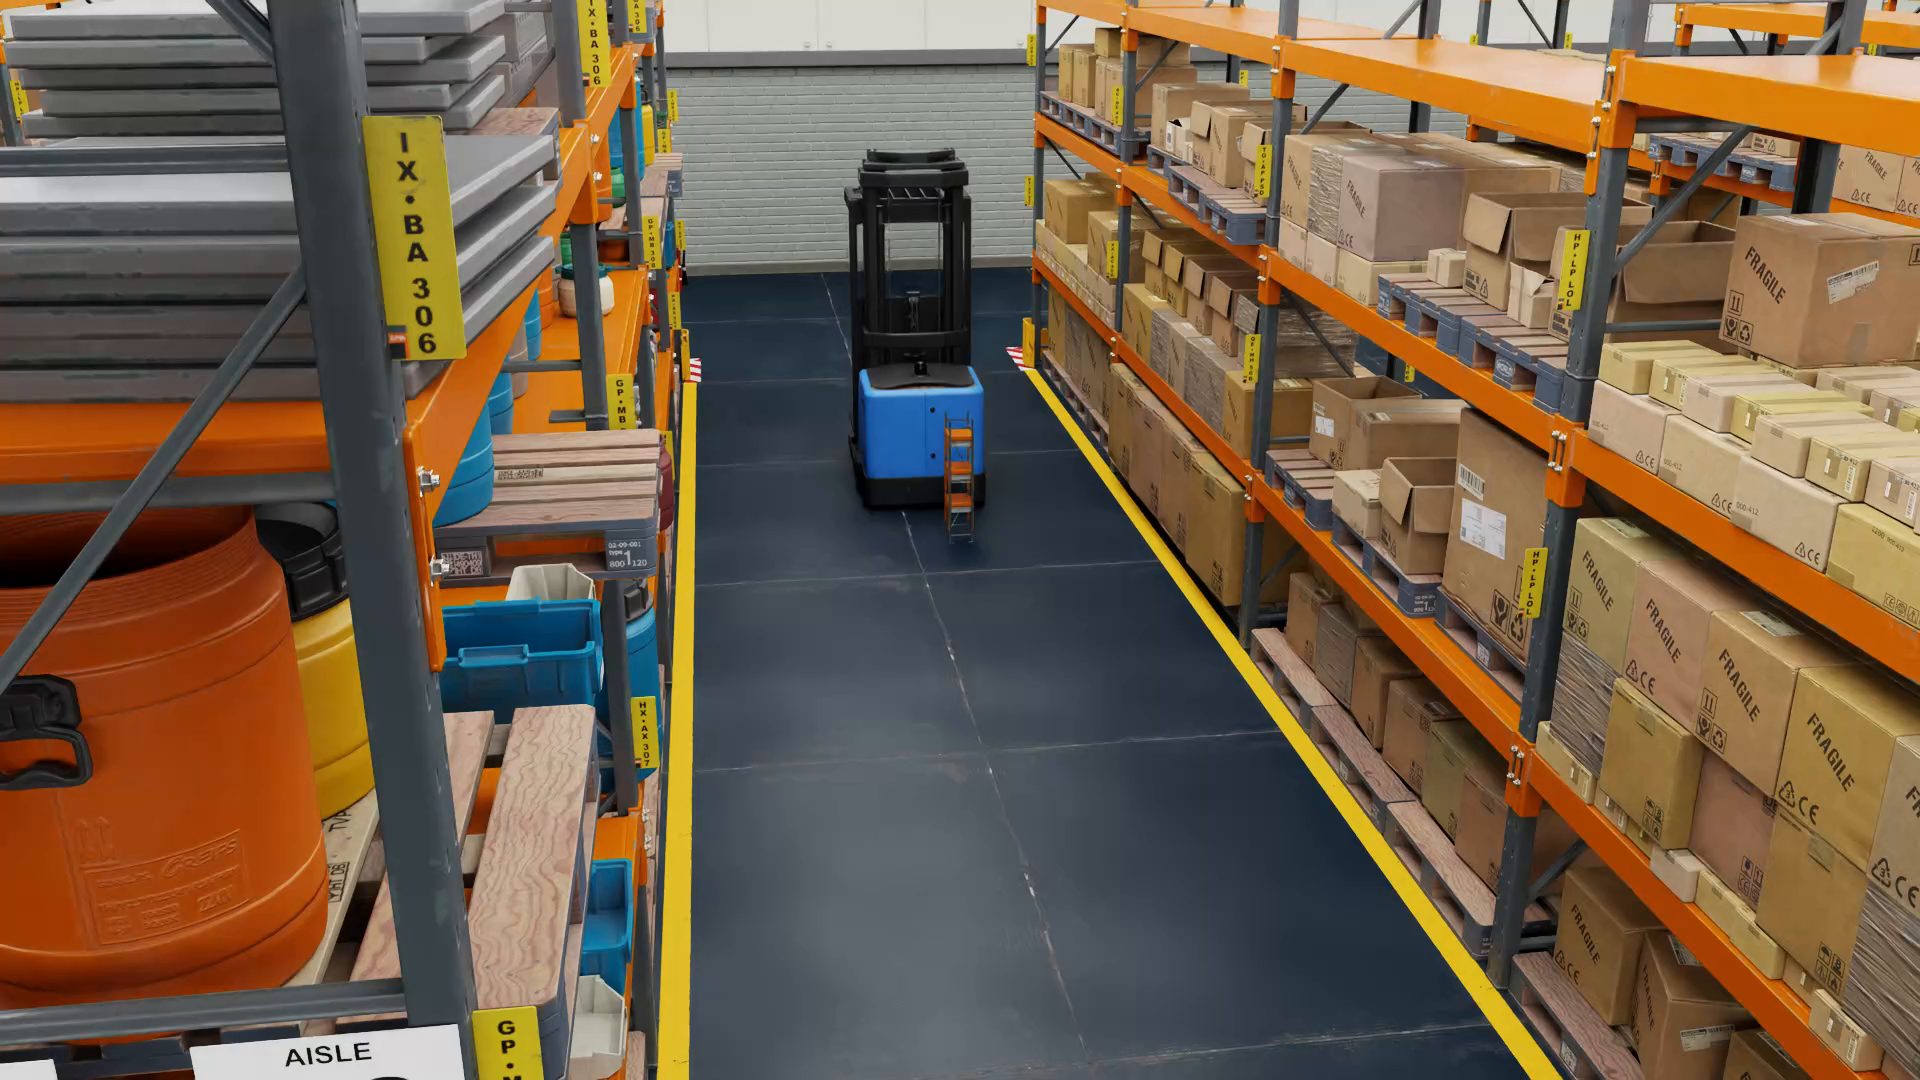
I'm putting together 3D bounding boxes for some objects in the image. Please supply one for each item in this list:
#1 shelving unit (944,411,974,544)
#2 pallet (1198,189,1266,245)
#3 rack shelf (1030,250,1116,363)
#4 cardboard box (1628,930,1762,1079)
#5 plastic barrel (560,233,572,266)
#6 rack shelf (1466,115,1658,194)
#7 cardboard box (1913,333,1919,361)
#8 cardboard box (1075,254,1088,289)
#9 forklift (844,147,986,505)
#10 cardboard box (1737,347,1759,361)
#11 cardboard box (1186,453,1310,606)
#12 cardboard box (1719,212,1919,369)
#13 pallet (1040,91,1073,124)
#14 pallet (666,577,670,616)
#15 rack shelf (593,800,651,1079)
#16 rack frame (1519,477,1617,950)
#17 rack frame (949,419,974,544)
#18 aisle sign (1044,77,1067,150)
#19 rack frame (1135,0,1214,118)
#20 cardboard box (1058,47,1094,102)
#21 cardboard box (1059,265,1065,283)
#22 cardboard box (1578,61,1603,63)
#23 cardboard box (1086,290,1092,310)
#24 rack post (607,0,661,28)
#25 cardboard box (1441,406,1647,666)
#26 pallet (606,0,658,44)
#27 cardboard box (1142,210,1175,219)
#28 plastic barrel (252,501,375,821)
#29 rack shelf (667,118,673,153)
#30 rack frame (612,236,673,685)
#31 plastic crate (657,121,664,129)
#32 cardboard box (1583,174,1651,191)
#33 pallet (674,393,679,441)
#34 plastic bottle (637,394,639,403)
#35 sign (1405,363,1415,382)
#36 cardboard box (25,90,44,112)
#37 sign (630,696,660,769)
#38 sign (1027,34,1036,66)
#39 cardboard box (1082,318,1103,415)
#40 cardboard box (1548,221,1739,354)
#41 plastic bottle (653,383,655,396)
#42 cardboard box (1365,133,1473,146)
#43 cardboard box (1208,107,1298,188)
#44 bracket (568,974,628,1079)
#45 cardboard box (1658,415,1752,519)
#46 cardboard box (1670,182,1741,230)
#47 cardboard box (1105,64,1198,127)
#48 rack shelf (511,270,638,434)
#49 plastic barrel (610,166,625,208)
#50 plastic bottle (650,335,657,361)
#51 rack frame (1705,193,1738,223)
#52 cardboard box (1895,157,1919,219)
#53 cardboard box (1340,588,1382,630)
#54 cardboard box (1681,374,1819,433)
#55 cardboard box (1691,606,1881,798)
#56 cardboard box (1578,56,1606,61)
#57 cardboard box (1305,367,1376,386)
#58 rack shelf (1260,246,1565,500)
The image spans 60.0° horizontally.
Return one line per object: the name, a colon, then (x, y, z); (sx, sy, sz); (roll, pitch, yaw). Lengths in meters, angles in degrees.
shelving unit: (-0.008, -0.510, 13.582); (0.215, 1.050, 0.252); (-3, 21, -8)
pallet: (2.329, -2.219, 11.353); (1.213, 0.211, 1.003); (-2, 21, -5)
rack shelf: (1.609, -2.422, 16.943); (1.077, 0.370, 4.000); (-3, 21, -8)
cardboard box: (3.159, 2.016, 7.004); (0.500, 0.500, 0.500); (4, 21, 9)
plastic barrel: (-2.341, -1.682, 9.866); (0.294, 0.245, 0.294); (0, 20, 0)
rack shelf: (6.532, -4.043, 16.994); (1.077, 0.370, 4.000); (-3, 21, -8)
cardboard box: (6.873, -1.401, 12.090); (0.380, 0.149, 0.250); (-4, 21, -10)
cardboard box: (1.423, -2.631, 16.263); (0.500, 0.250, 0.500); (-2, 21, -7)
forklift: (-0.474, -2.148, 15.278); (1.130, 2.935, 3.031); (-2, 21, -7)
cardboard box: (3.383, -0.721, 6.716); (0.380, 0.149, 0.250); (-2, 21, -6)
cardboard box: (2.395, -0.123, 12.195); (1.225, 0.875, 0.875); (-4, 21, -10)
cardboard box: (3.368, -0.980, 6.482); (0.500, 0.500, 0.500); (-4, 21, -9)
pallet: (1.438, -4.559, 17.475); (1.003, 0.211, 1.213); (-3, 21, -8)
pallet: (-2.582, 0.603, 11.799); (1.003, 0.211, 1.213); (-3, 21, -8)
rack shelf: (-1.562, 1.982, 5.150); (1.077, 0.370, 4.000); (-3, 21, -8)
rack frame: (3.054, 0.703, 7.547); (0.949, 2.616, 0.053); (-3, 21, -8)
rack frame: (0.010, -0.468, 13.469); (0.200, 1.050, 0.008); (-3, 21, -8)
aisle sign: (1.014, -4.679, 18.242); (0.394, 0.787, 0.004); (-3, 21, -8)
rack frame: (1.901, -4.877, 13.913); (0.949, 2.616, 0.053); (-3, 21, -8)
cardboard box: (1.411, -4.769, 17.025); (0.700, 0.500, 0.500); (-4, 21, -10)
cardboard box: (1.233, -2.749, 17.149); (0.380, 0.149, 0.250); (-3, 21, -8)
cardboard box: (6.260, -4.760, 16.816); (0.380, 0.149, 0.250); (-2, 21, -6)
cardboard box: (1.418, -2.305, 15.960); (0.380, 0.149, 0.250); (-3, 21, -7)
rack post: (-2.586, -3.699, 11.473); (0.937, 0.300, 0.954); (-1, 20, -2)
cardboard box: (3.075, -0.057, 8.124); (1.000, 1.000, 1.000); (-3, 21, -7)
pallet: (-2.501, -3.218, 10.312); (1.213, 0.211, 1.003); (-3, 21, -8)
cardboard box: (2.018, -2.837, 15.742); (0.500, 0.500, 0.500); (-3, 21, -8)
plastic barrel: (-1.564, 0.259, 3.578); (0.600, 0.588, 0.600); (0, 20, 0)
rack shelf: (-3.292, -3.578, 15.749); (1.077, 0.370, 4.000); (-3, 21, -8)
rack frame: (-2.427, -0.432, 10.586); (1.000, 3.000, 0.127); (-3, 21, -8)
plastic crate: (-2.911, -3.605, 14.980); (0.497, 0.269, 0.590); (-3, 21, -8)
cardboard box: (6.405, -3.264, 16.172); (0.500, 0.500, 0.500); (-4, 21, -9)
pallet: (-3.327, -1.187, 16.592); (1.003, 0.211, 1.213); (-3, 21, -8)
plastic bottle: (-2.326, -0.979, 12.235); (0.097, 0.271, 0.097); (0, 20, 0)
sign: (3.010, -1.218, 11.148); (0.100, 0.325, 0.005); (-3, 21, -8)
cardboard box: (-7.946, -3.836, 13.839); (0.700, 0.500, 0.500); (-3, 21, -8)
sign: (-1.305, 0.799, 6.893); (0.100, 0.325, 0.005); (-3, 21, -8)
sign: (0.771, -5.278, 17.910); (0.100, 0.325, 0.005); (-3, 21, -8)
cardboard box: (1.752, -1.812, 16.718); (0.875, 0.875, 0.875); (-3, 21, -8)
cardboard box: (3.081, -1.115, 7.379); (0.797, 0.503, 0.637); (-4, 21, -10)
plastic bottle: (-2.438, -1.217, 12.972); (0.097, 0.201, 0.097); (0, 20, 0)
cardboard box: (2.790, -2.215, 10.216); (0.500, 0.500, 0.500); (-2, 21, -6)
cardboard box: (2.103, -2.833, 11.983); (0.500, 0.500, 0.500); (-2, 21, -5)
bracket: (8.175, -2.030, 8.125); (20.502, 5.116, 5.172); (-3, 21, -8)
cardboard box: (2.943, -0.280, 6.106); (0.500, 0.250, 0.500); (-3, 21, -8)
cardboard box: (6.996, -3.105, 15.746); (0.500, 0.500, 0.500); (-2, 21, -6)
cardboard box: (1.725, -4.030, 15.047); (0.700, 0.500, 0.500); (-4, 21, -11)
rack shelf: (-2.139, -0.899, 8.299); (0.919, 0.124, 3.809); (-3, 21, -8)
plastic barrel: (-2.352, -2.340, 11.028); (0.294, 0.245, 0.294); (0, 20, 0)
plastic bottle: (-2.549, -1.564, 13.784); (0.061, 0.283, 0.133); (-3, 21, -8)
rack frame: (6.817, -2.282, 15.538); (0.949, 2.616, 0.053); (-3, 21, -8)
cardboard box: (7.063, -2.534, 11.784); (0.500, 0.500, 0.500); (-3, 21, -8)
cardboard box: (2.687, 0.345, 10.376); (0.500, 0.250, 0.500); (-1, 20, -2)
cardboard box: (2.917, -0.506, 6.142); (0.380, 0.149, 0.250); (-3, 21, -7)
cardboard box: (3.009, 0.563, 5.924); (0.500, 0.500, 0.500); (-3, 21, -8)
cardboard box: (6.681, -4.967, 17.370); (0.380, 0.149, 0.250); (-3, 21, -9)
cardboard box: (2.673, -0.911, 11.724); (0.500, 0.500, 0.500); (-2, 21, -6)
rack shelf: (2.762, -1.058, 9.002); (1.077, 0.370, 4.000); (-3, 21, -8)
